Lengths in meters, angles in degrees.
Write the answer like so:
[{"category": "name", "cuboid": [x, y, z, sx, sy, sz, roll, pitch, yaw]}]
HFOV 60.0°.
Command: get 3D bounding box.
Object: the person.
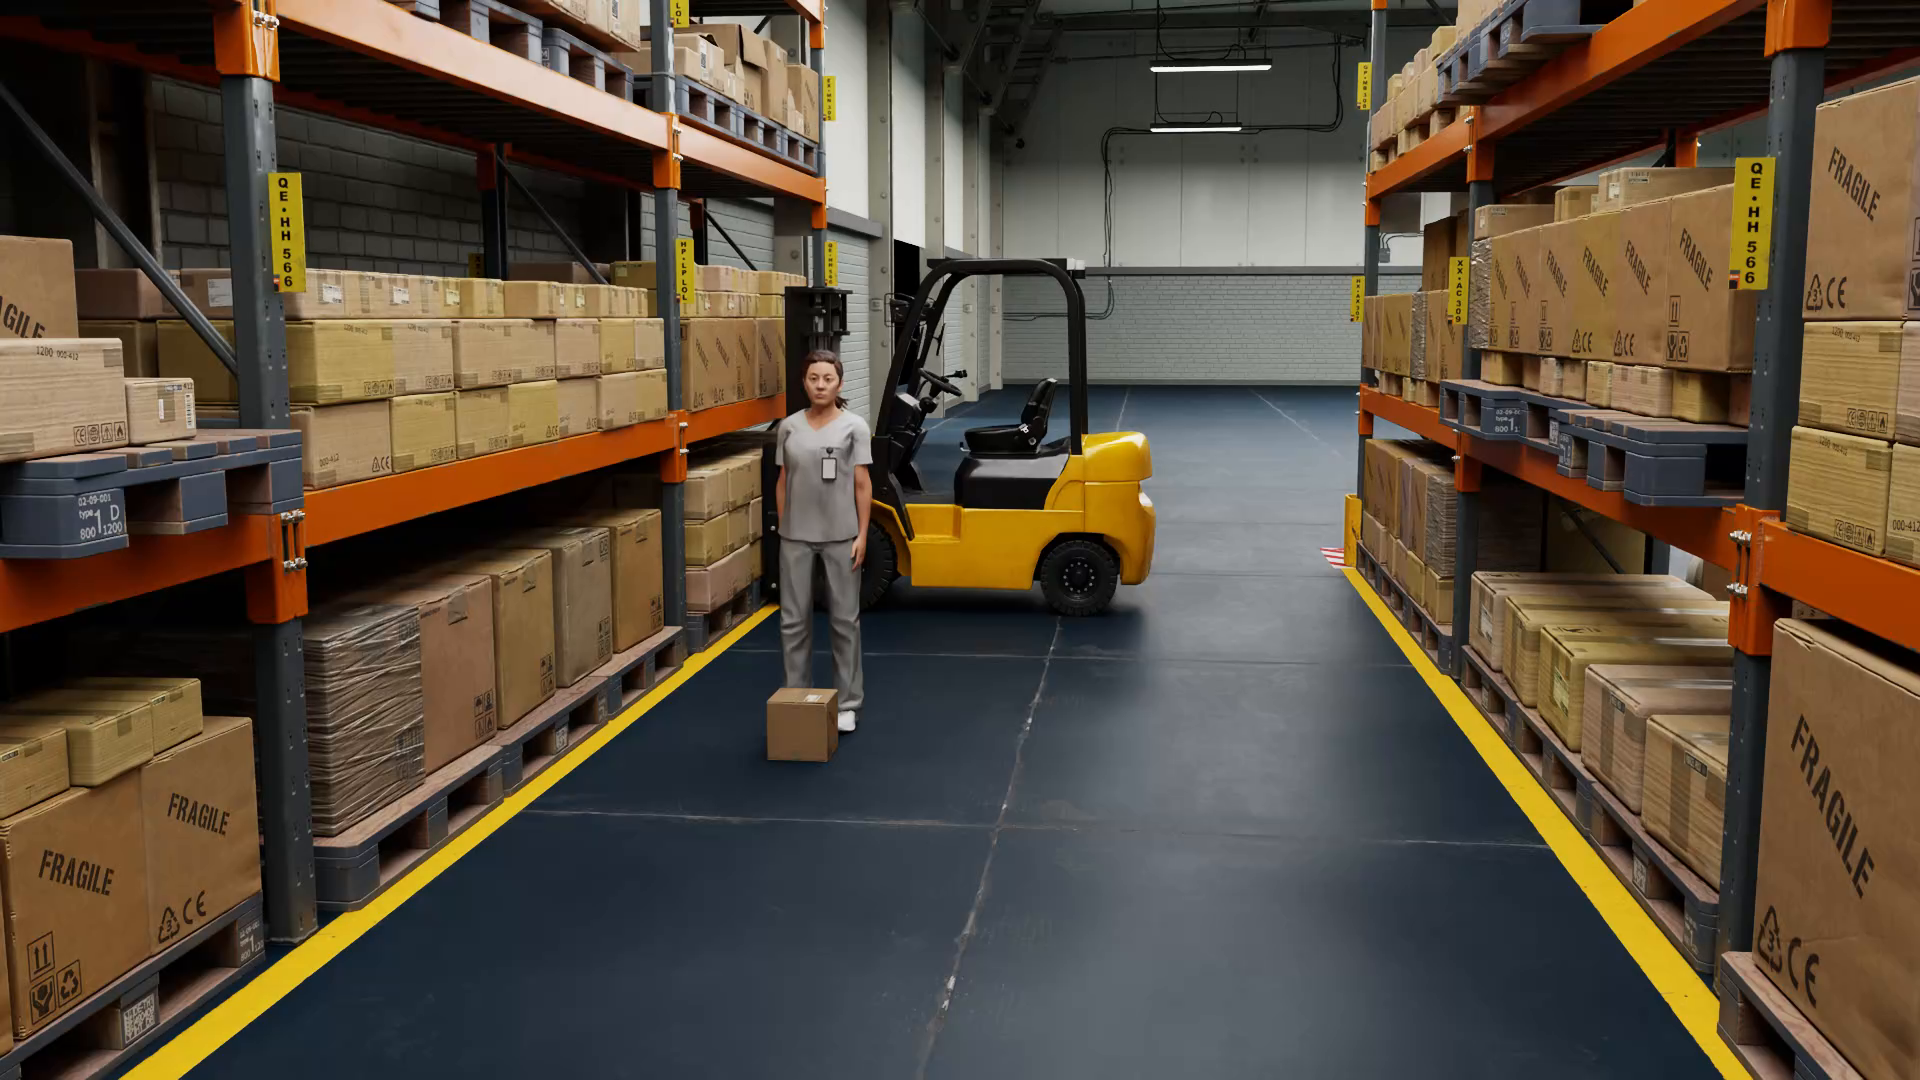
[{"category": "person", "cuboid": [-0.600, 0.004, 7.311, 0.437, 1.670, 0.365, 1, 8, 7]}]
